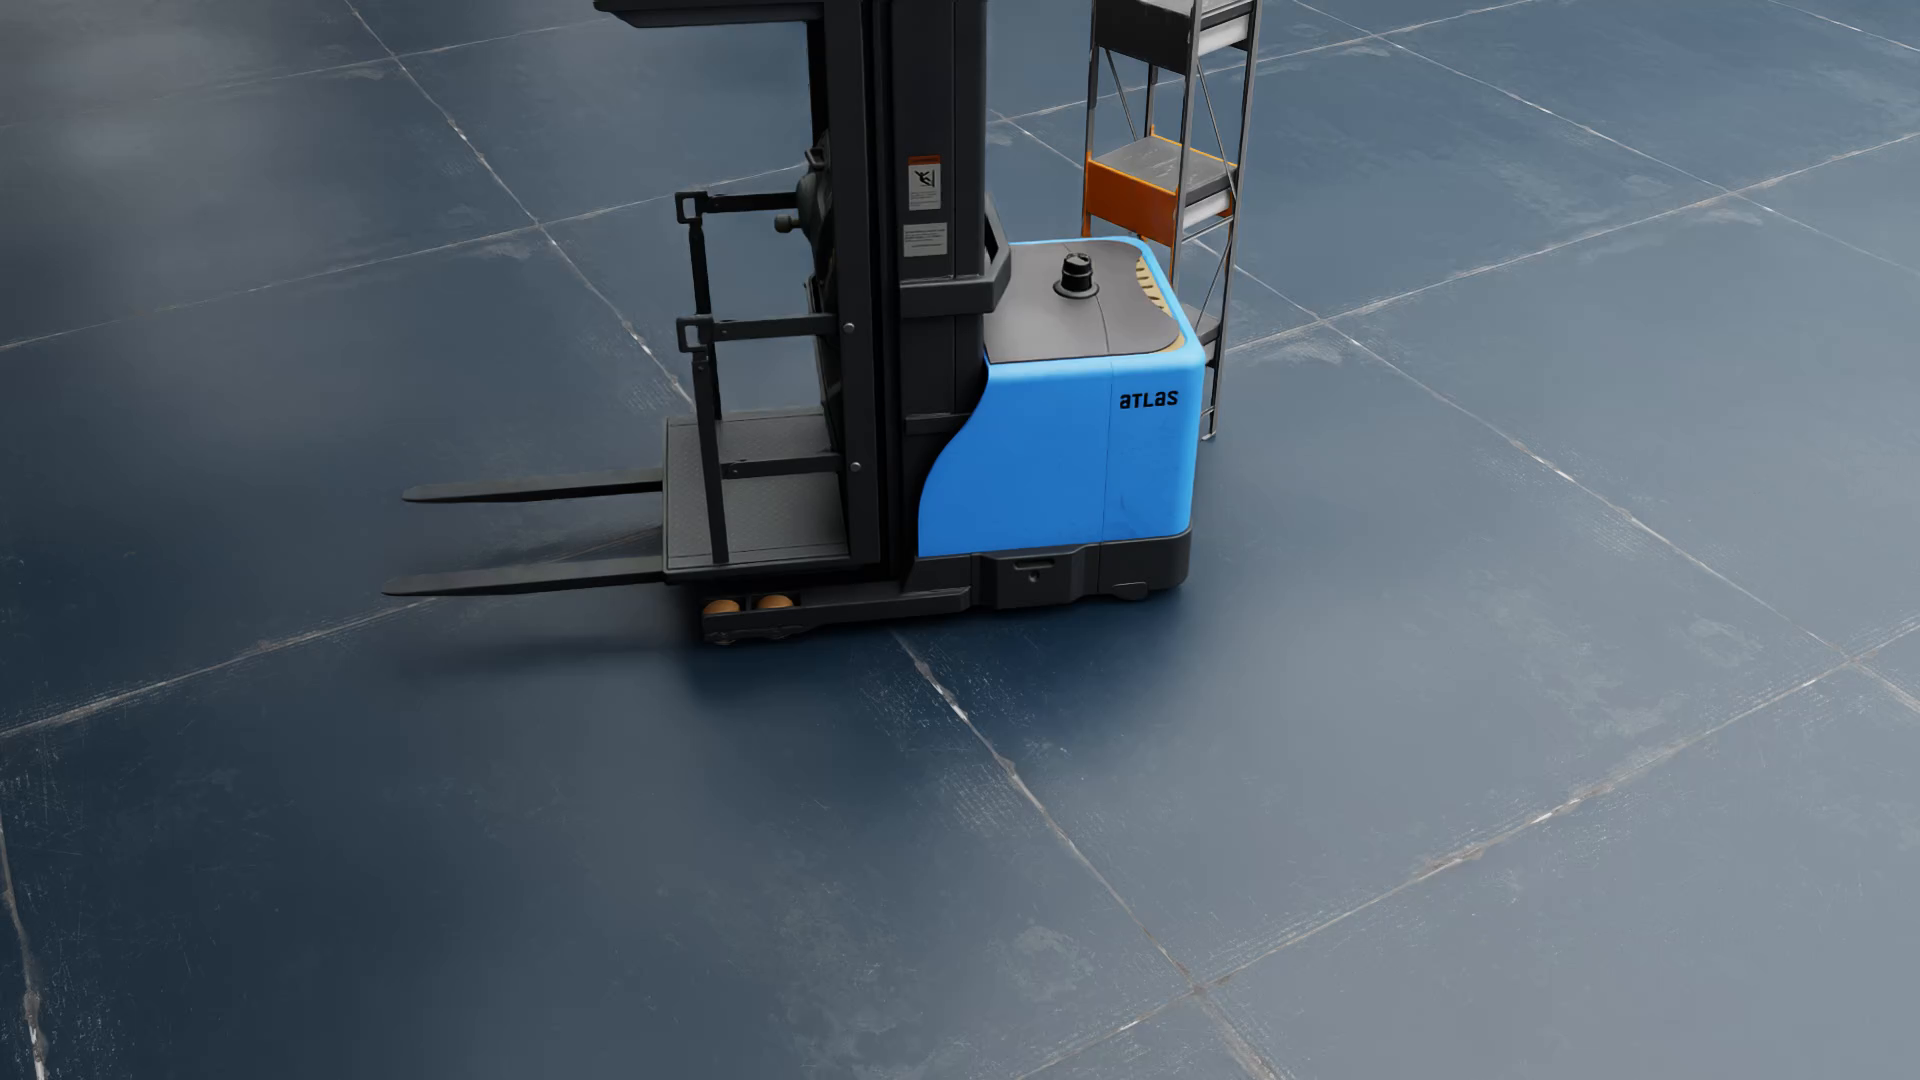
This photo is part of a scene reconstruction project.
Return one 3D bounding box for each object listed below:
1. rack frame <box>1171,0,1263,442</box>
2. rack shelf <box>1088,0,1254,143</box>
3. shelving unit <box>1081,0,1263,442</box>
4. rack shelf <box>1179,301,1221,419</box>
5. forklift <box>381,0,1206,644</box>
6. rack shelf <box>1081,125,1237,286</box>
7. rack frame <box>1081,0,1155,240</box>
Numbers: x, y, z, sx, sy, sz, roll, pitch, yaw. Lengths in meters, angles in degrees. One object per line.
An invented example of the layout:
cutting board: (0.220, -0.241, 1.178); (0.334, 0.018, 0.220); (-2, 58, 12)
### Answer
rack frame: (0.990, -1.240, 6.668); (0.400, 2.100, 0.015); (-30, 45, -34)
rack shelf: (0.821, -1.898, 6.405); (0.431, 0.518, 0.480); (-30, 45, -34)
shelving unit: (0.821, -1.344, 6.810); (0.431, 2.100, 0.503); (-30, 45, -34)
rack shelf: (0.821, -0.767, 7.231); (0.431, 0.518, 0.480); (-30, 45, -34)
forklift: (-0.675, -1.129, 5.811); (3.031, 2.935, 1.130); (-5, 36, -7)
rack shelf: (0.821, -1.333, 6.818); (0.431, 0.518, 0.480); (-30, 45, -34)
rack frame: (0.652, -1.447, 6.952); (0.400, 2.100, 0.015); (-30, 45, -34)
